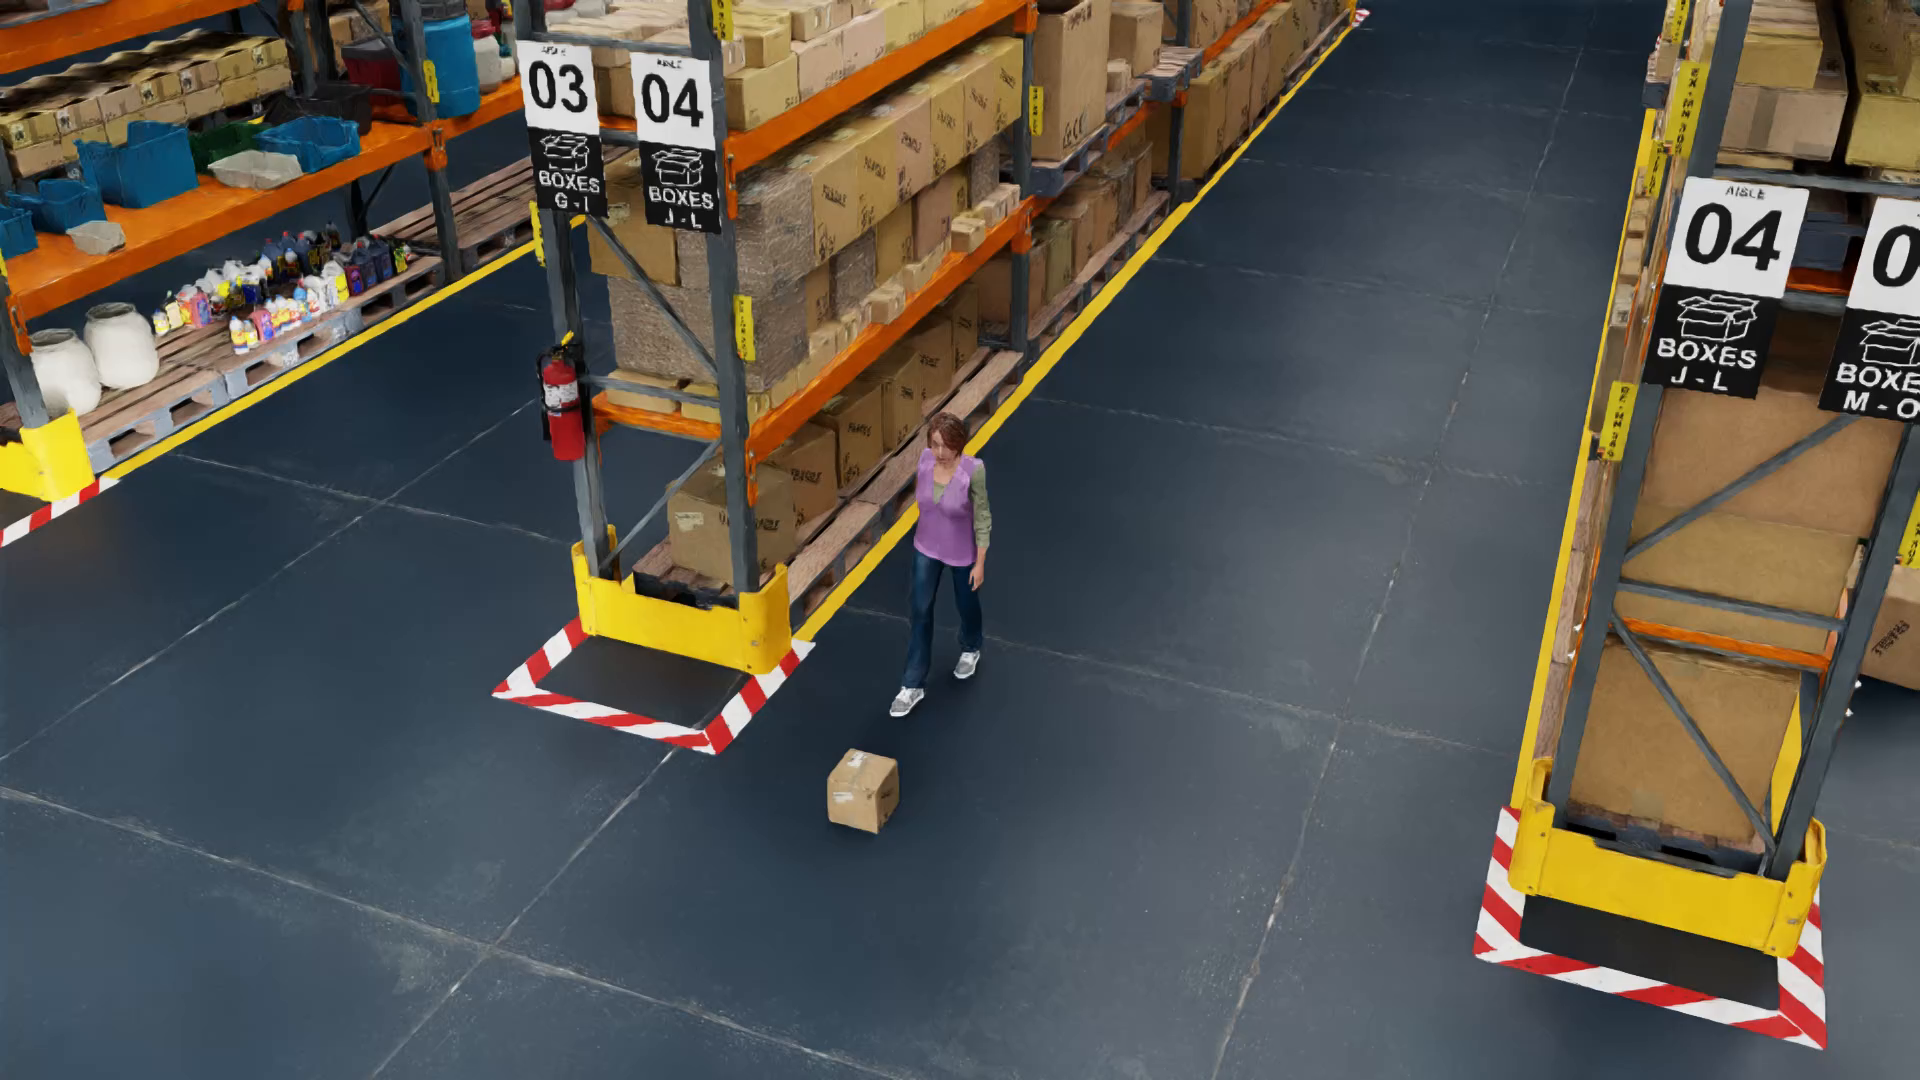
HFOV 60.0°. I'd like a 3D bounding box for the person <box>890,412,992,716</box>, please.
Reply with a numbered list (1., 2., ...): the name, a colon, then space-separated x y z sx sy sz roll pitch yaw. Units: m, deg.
1. person: -0.055 0.091 8.220 0.429 1.574 0.723 10 31 16
